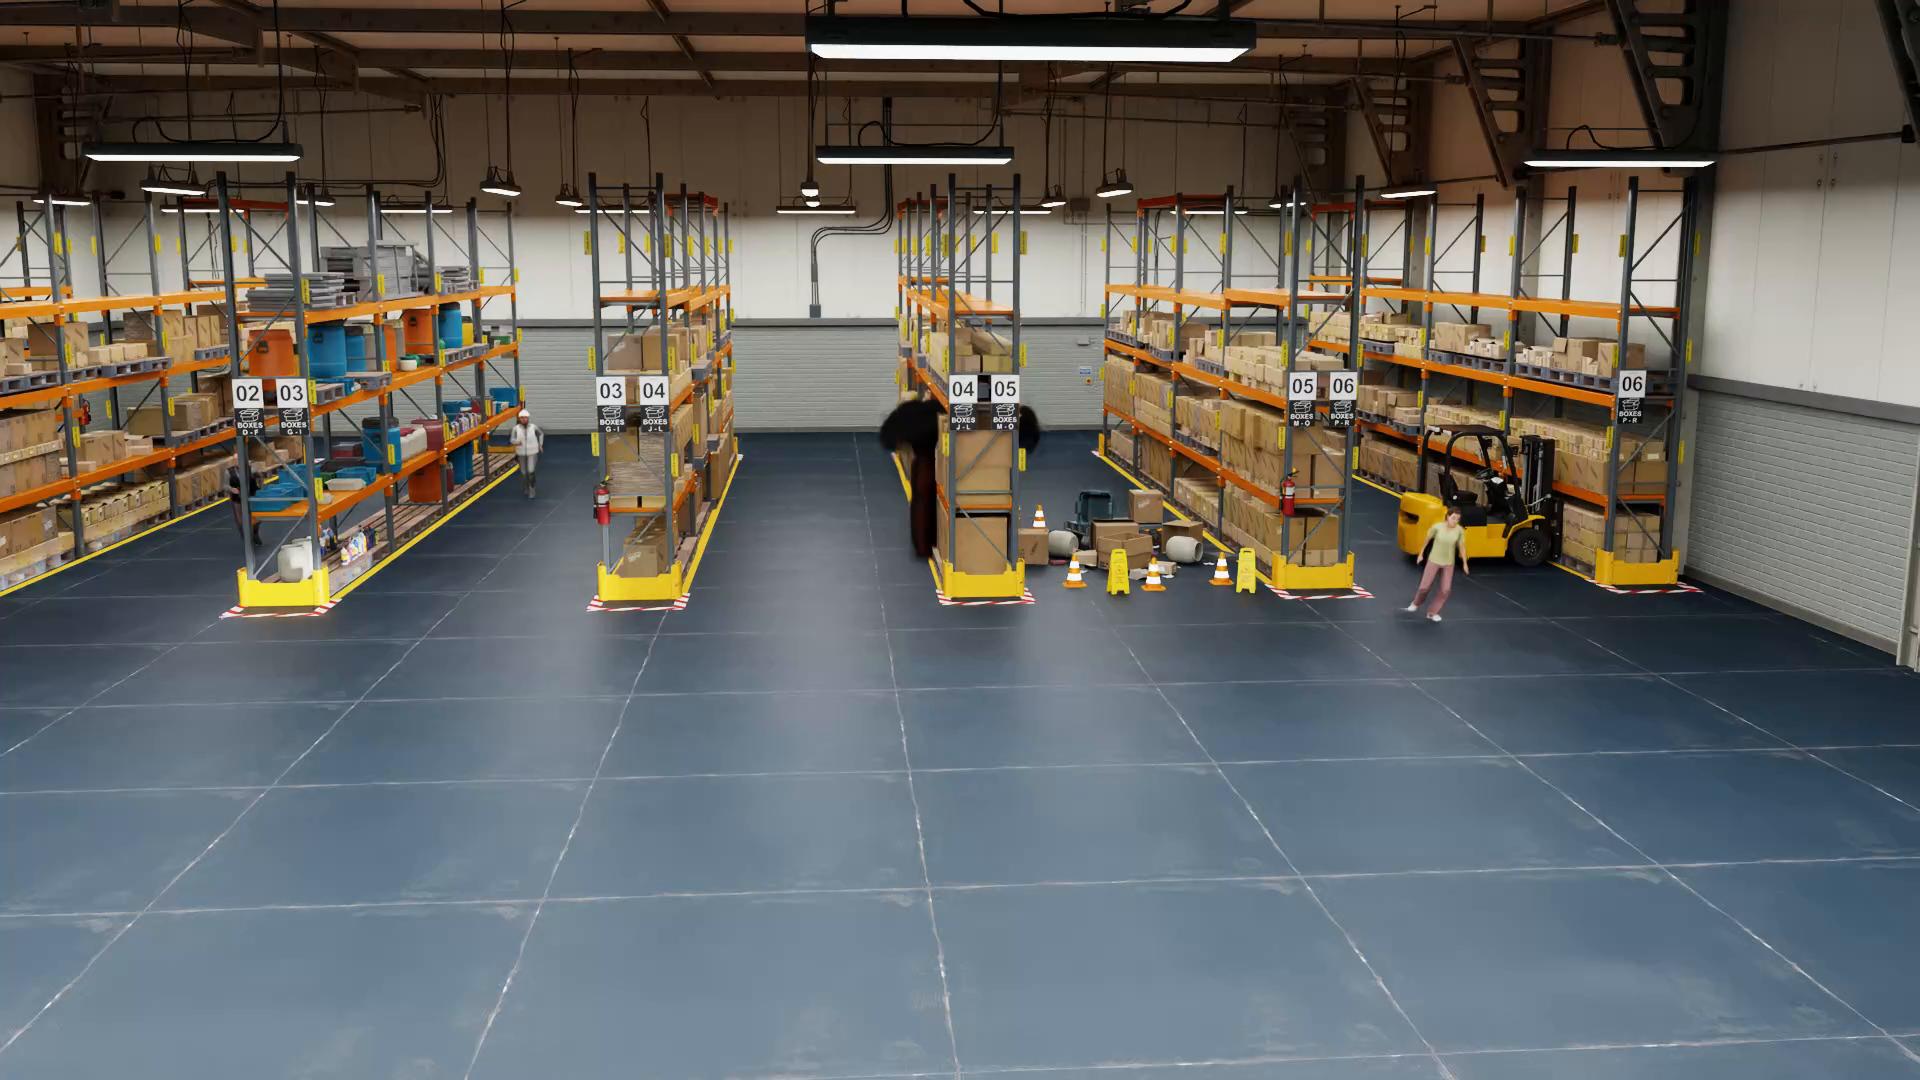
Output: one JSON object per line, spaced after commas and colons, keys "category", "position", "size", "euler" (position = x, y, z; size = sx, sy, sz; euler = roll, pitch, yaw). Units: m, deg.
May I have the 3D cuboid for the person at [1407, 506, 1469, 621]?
{"category": "person", "position": [6.442, 0.303, 22.374], "size": [0.721, 1.585, 0.614], "euler": [0, 10, 2]}

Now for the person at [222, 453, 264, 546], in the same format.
{"category": "person", "position": [-11.934, -0.658, 27.747], "size": [0.666, 1.619, 0.883], "euler": [-4, 11, -21]}

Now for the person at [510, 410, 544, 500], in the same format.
{"category": "person", "position": [-8.666, -1.703, 33.286], "size": [0.604, 1.805, 0.815], "euler": [-1, 10, -5]}
